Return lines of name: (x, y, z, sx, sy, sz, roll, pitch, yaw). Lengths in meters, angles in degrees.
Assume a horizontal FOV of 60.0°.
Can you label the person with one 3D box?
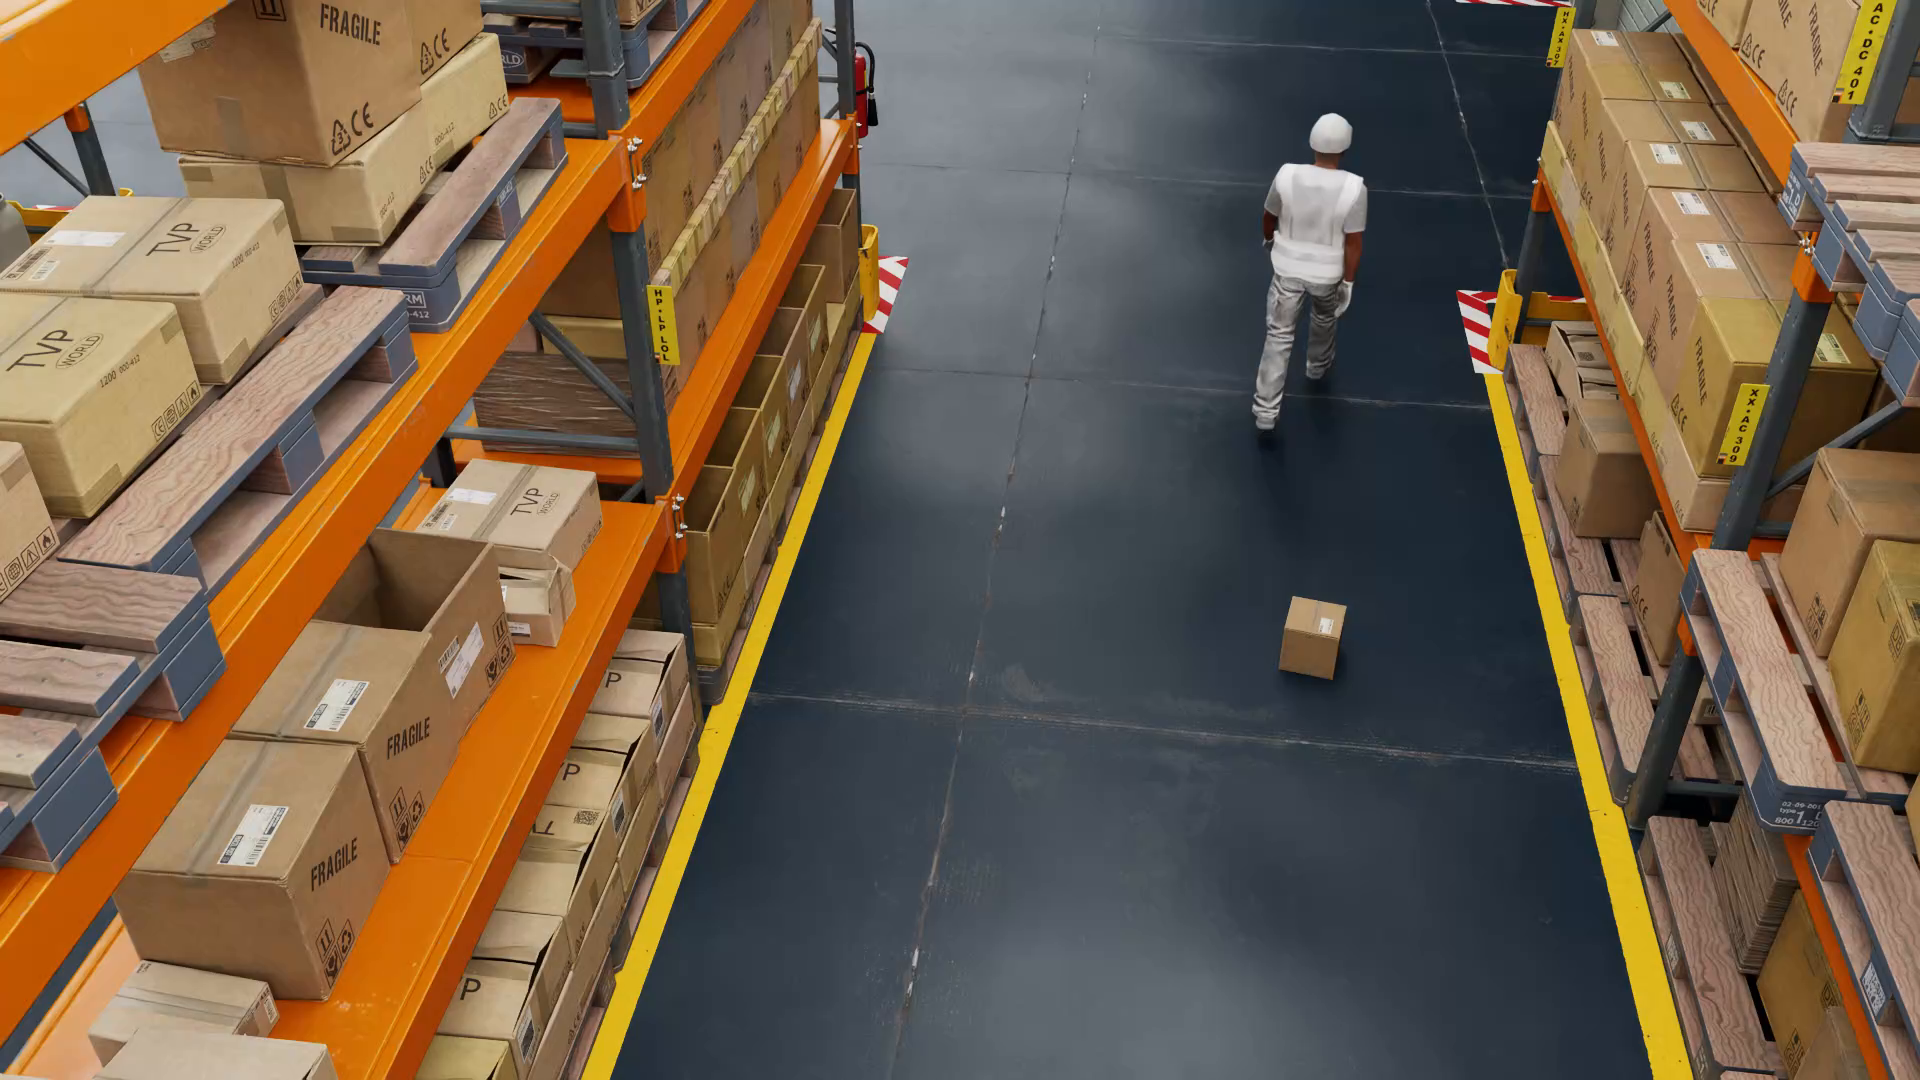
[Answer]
person: (1.915, -1.527, 9.139, 0.566, 1.738, 1.077, 10, 37, 14)
